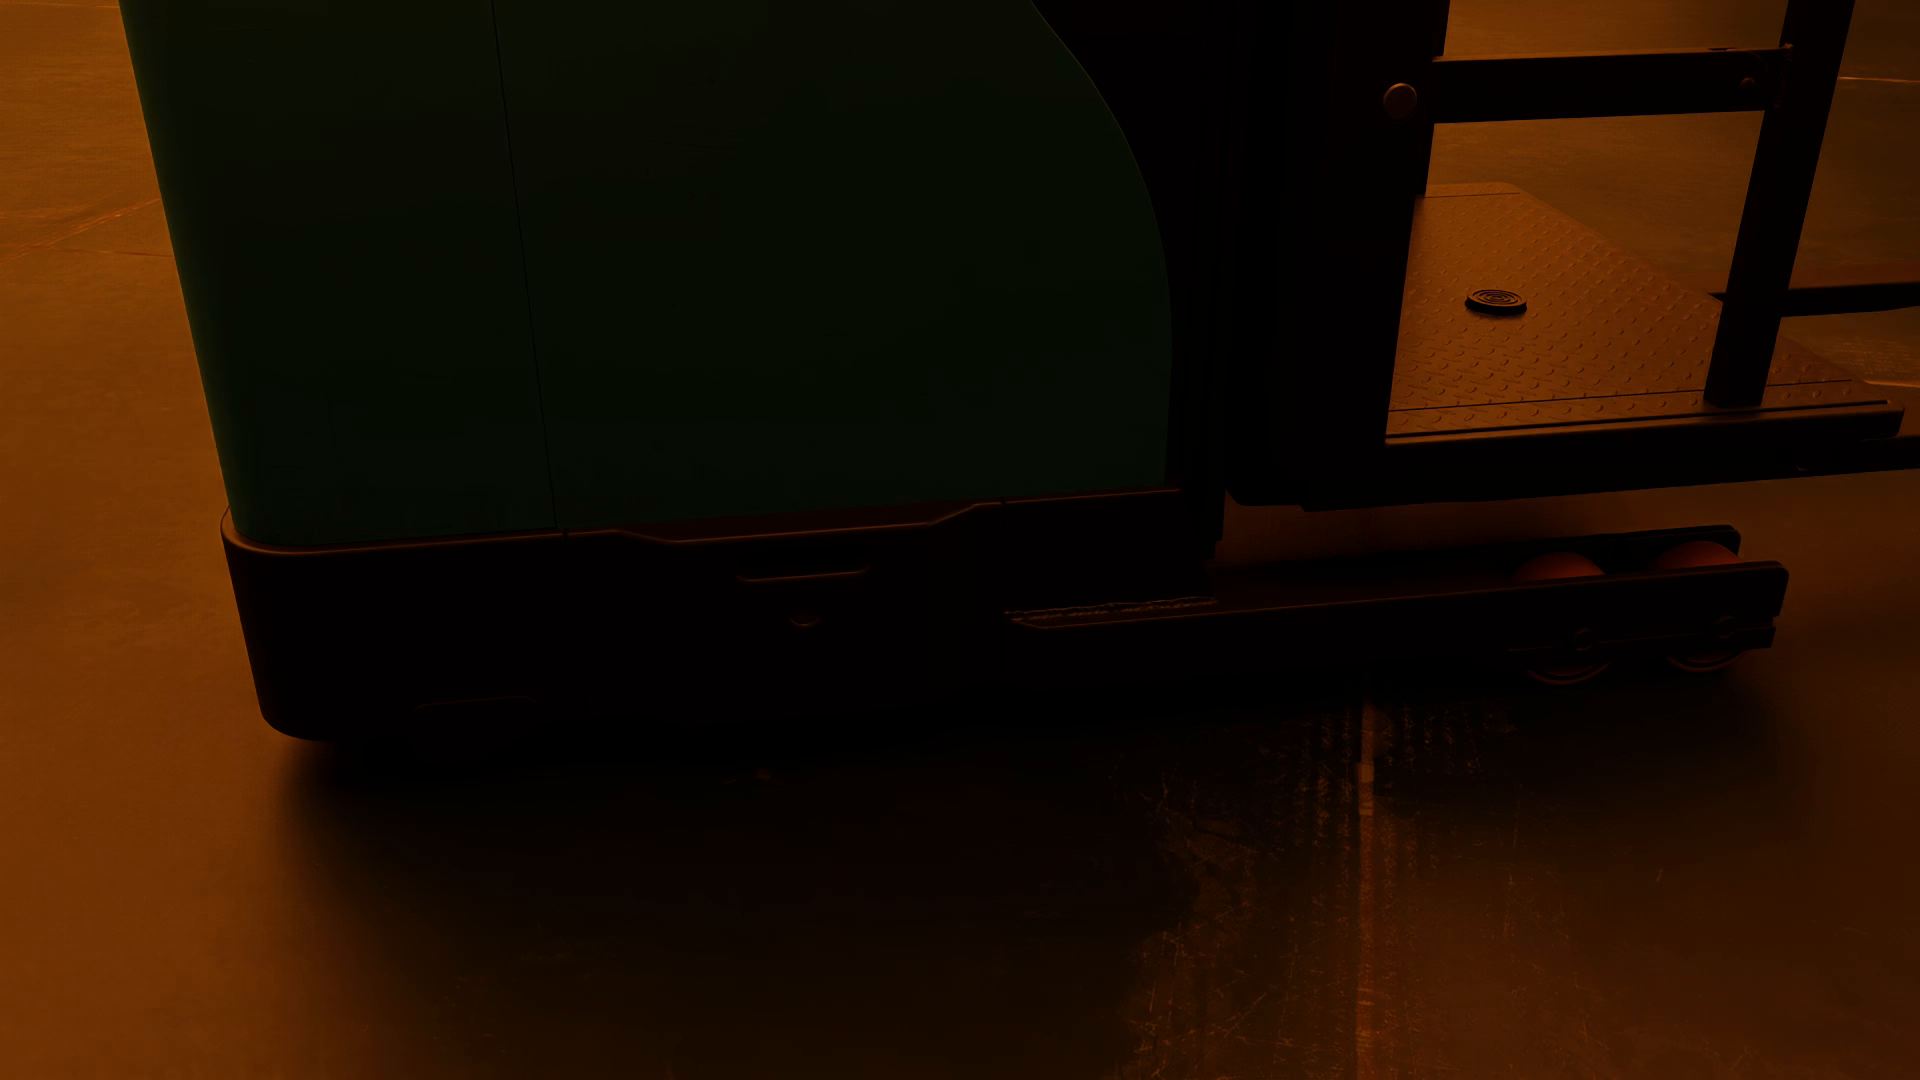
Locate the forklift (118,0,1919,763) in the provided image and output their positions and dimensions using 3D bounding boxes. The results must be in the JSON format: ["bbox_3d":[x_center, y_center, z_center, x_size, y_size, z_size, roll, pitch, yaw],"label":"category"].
[{"bbox_3d":[0.600,-1.354,1.930,3.031,2.935,1.130,-4,27,-9],"label":"forklift"}]
